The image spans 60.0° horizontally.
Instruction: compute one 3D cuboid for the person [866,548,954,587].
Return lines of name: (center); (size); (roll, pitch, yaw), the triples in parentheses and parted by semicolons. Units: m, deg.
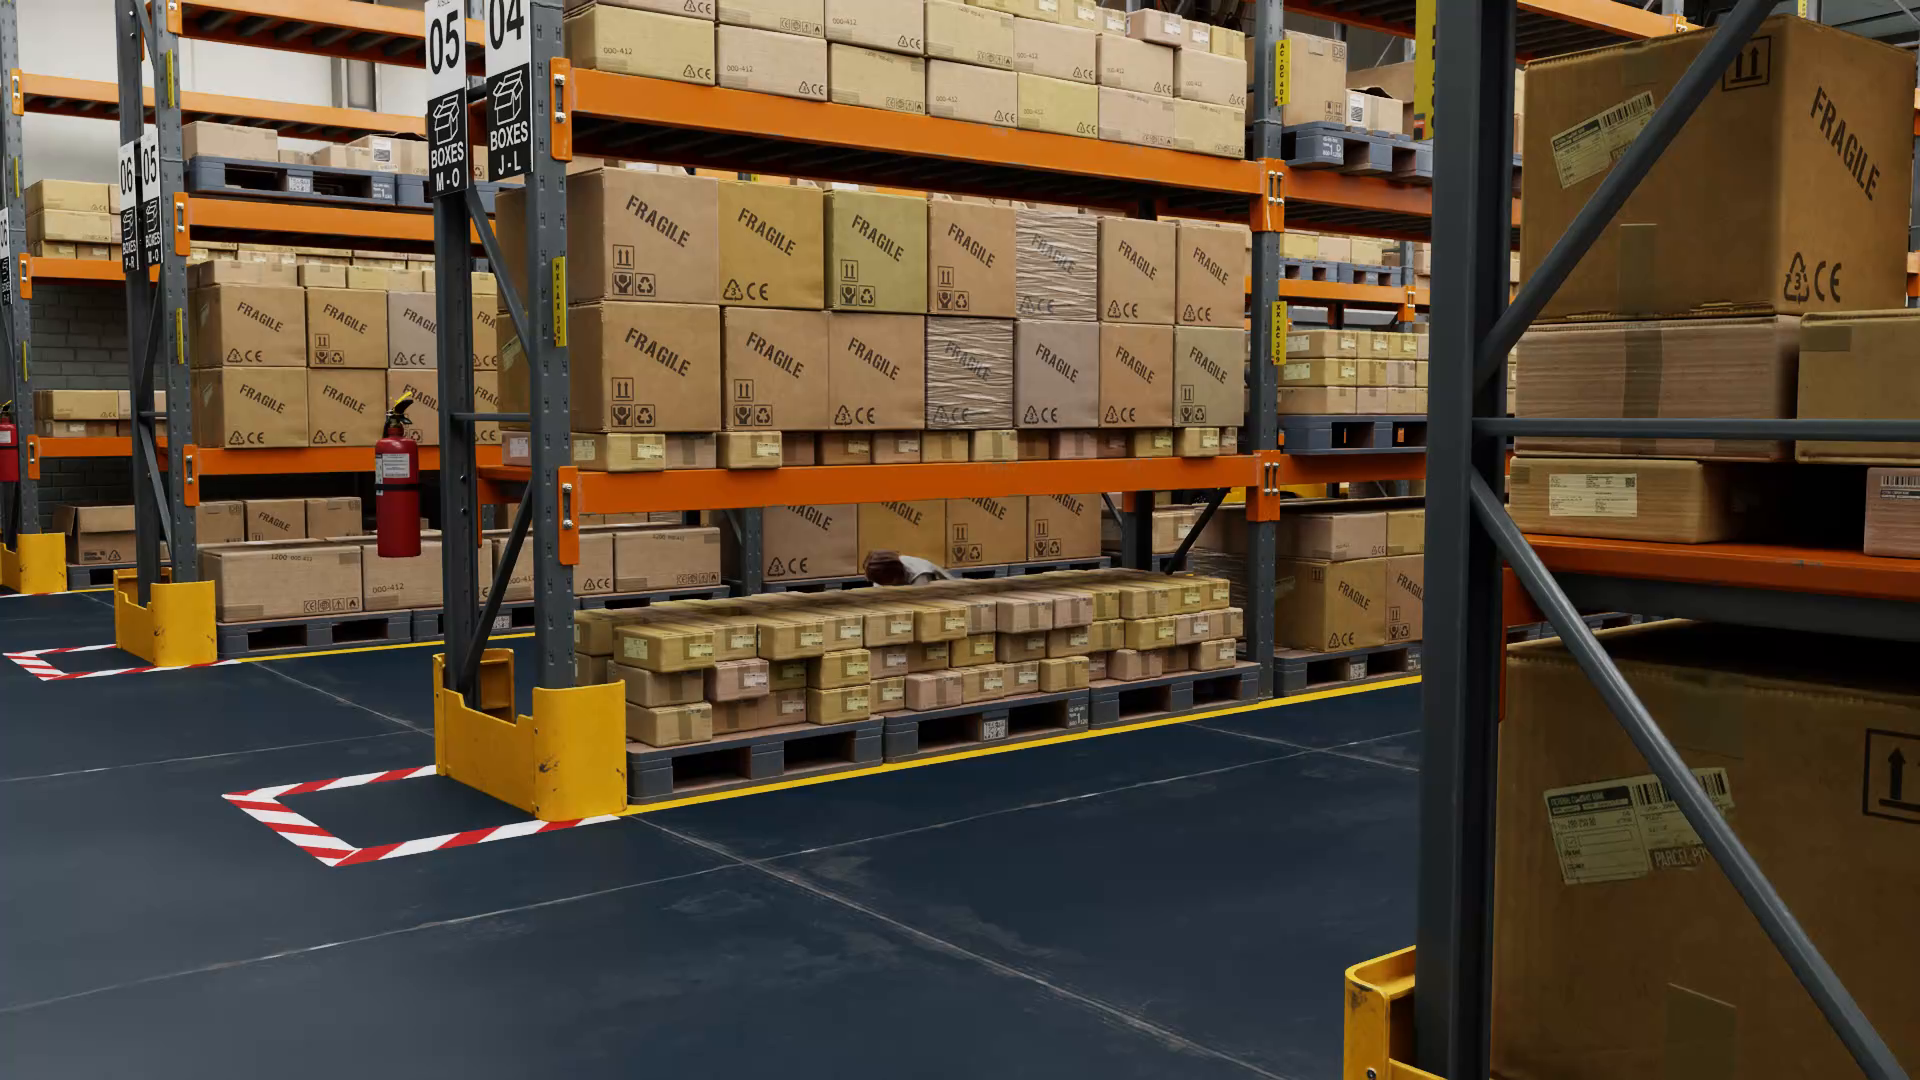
person: (-0.277, 0.415, 9.766); (0.436, 0.764, 0.815); (4, 6, 43)
